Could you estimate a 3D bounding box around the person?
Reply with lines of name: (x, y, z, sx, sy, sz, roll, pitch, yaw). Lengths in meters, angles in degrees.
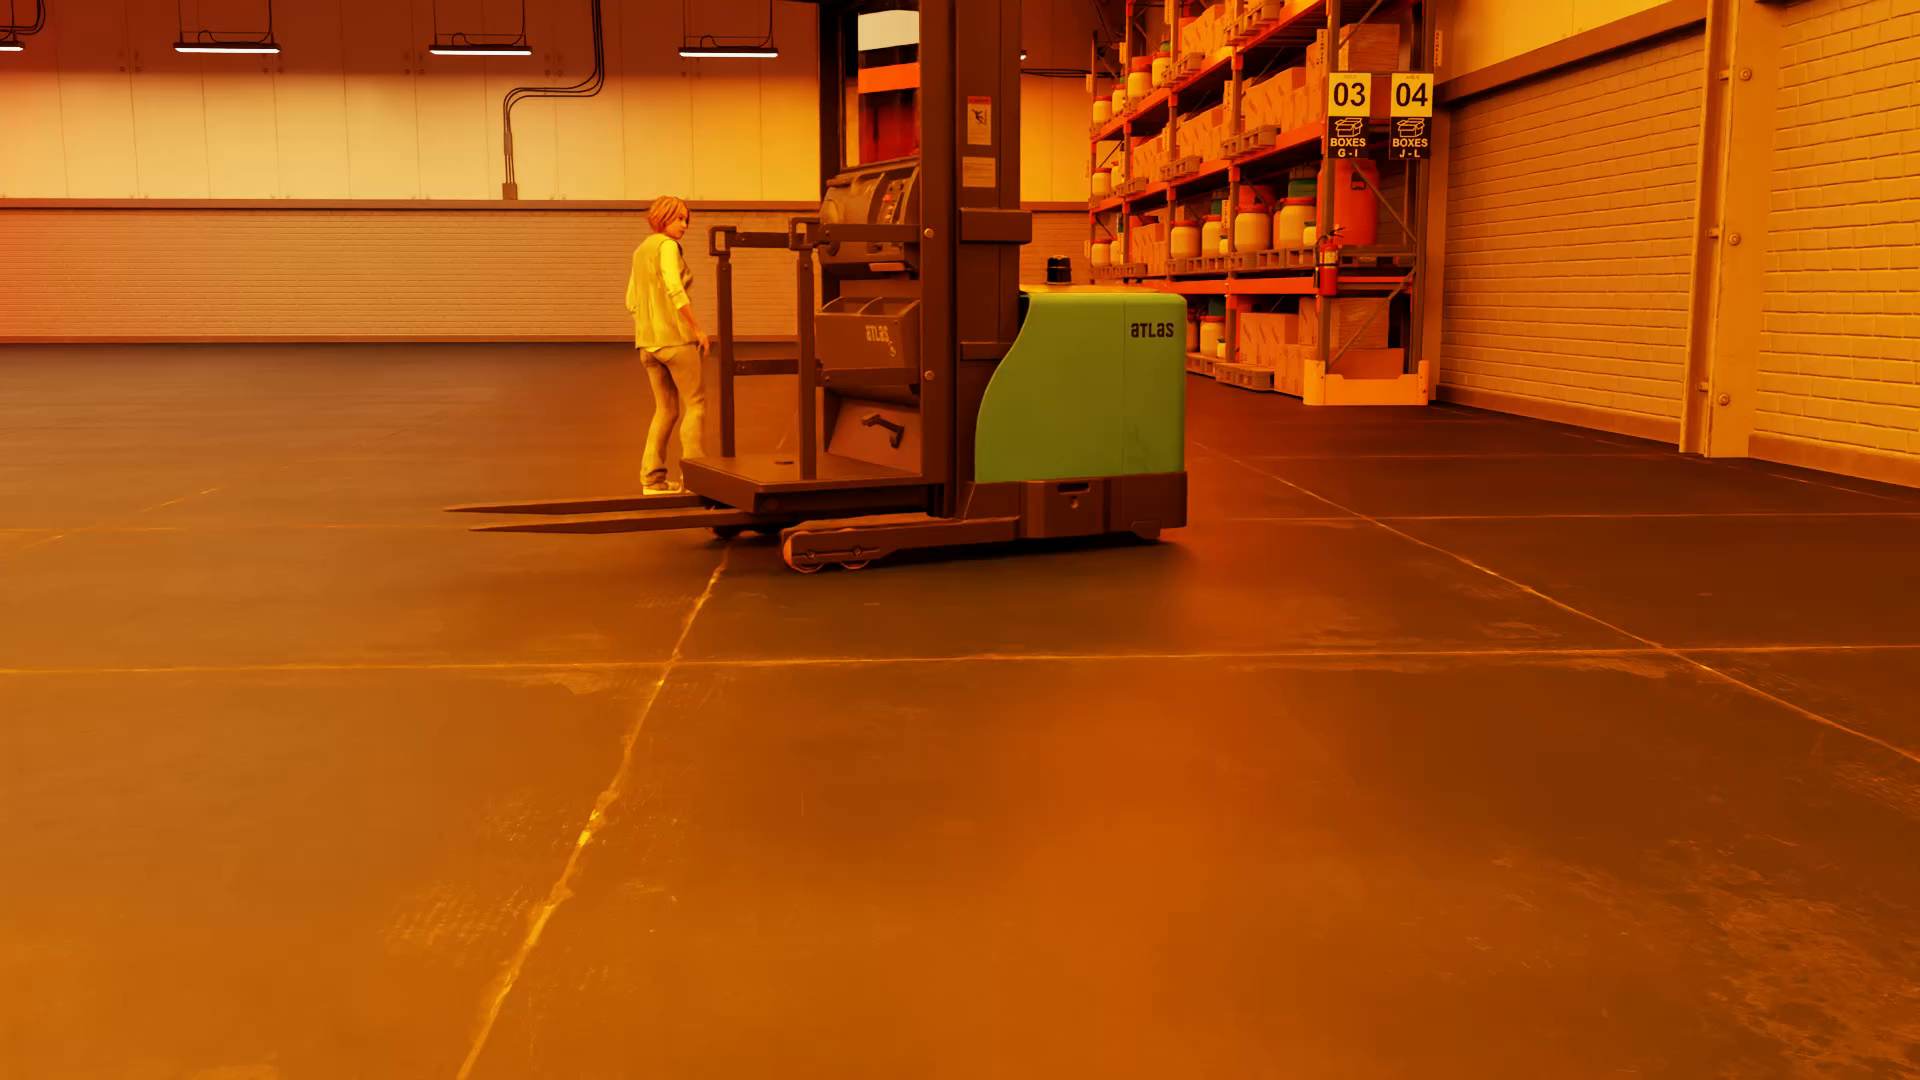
person: (-1.509, -1.018, 8.806, 0.449, 1.581, 0.618, -8, 12, -44)

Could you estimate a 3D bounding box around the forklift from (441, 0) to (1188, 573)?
forklift: (-0.566, -1.409, 6.822, 3.031, 2.935, 1.130, -4, 9, -26)
